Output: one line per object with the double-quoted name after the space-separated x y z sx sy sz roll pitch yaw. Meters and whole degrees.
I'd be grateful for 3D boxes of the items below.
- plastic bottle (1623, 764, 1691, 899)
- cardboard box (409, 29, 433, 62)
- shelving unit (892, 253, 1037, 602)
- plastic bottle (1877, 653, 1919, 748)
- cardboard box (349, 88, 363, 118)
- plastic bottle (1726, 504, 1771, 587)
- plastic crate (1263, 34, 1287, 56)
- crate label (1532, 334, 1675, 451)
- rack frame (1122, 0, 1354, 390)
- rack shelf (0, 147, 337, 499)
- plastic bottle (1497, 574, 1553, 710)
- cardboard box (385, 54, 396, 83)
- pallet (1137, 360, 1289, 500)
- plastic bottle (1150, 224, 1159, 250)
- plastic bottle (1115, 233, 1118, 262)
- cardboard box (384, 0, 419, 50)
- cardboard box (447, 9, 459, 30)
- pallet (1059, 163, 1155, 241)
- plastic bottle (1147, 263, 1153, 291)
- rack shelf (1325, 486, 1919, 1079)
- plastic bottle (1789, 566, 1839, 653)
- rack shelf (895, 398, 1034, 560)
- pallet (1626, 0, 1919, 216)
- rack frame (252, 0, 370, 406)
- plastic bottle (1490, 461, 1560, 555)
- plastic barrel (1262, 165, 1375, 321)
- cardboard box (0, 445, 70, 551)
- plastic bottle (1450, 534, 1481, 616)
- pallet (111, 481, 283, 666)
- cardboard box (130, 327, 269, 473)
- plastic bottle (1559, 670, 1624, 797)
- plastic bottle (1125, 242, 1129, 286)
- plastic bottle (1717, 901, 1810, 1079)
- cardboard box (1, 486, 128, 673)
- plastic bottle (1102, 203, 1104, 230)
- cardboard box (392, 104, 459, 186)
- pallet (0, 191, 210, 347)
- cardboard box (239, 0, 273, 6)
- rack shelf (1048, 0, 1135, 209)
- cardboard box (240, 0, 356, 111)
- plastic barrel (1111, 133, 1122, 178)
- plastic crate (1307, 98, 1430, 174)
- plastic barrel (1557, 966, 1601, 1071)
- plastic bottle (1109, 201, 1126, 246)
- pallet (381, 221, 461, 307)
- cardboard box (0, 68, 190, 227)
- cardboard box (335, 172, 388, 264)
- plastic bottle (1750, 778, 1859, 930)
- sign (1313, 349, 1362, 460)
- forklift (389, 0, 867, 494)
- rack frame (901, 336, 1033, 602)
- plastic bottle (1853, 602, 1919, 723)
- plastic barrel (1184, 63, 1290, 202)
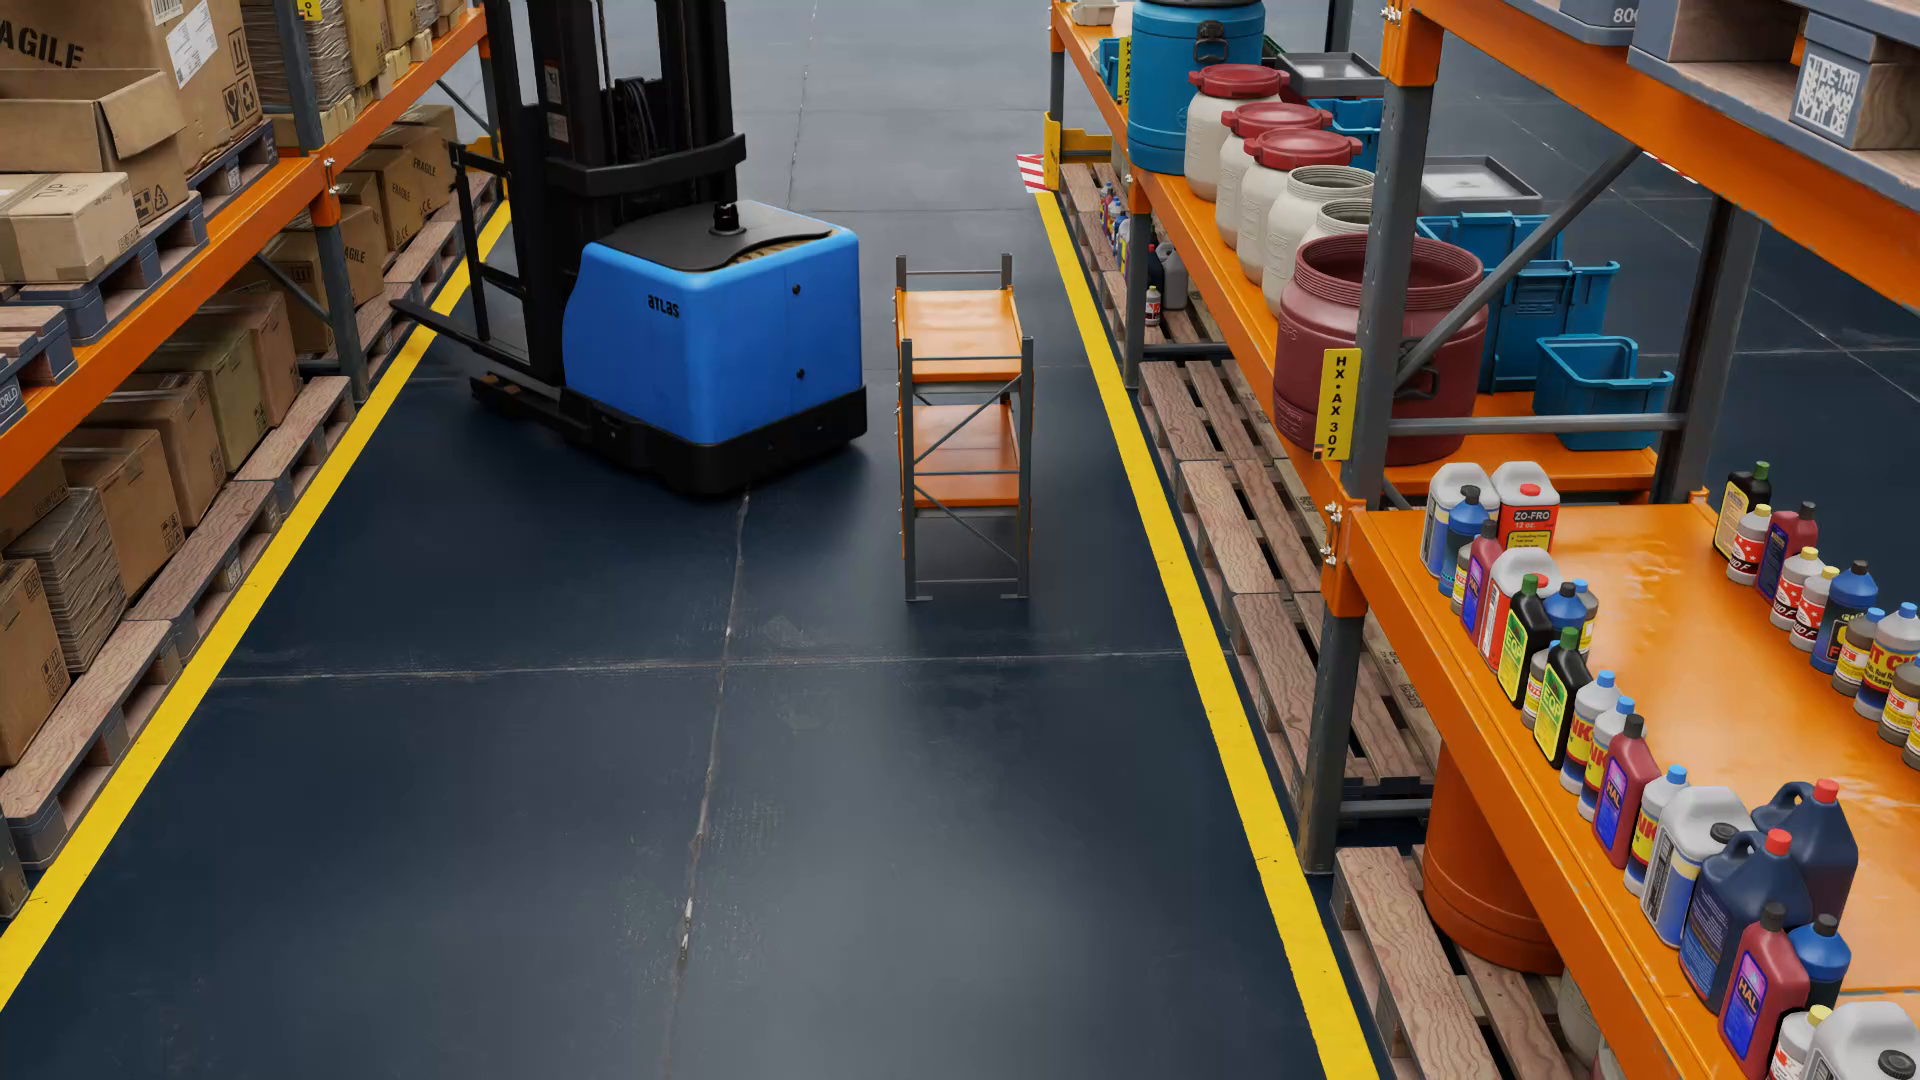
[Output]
1.316 0.541 3.109 0.097 0.271 0.097 0 28 0 "plastic bottle"
-3.383 -2.958 9.950 0.380 0.149 0.250 -1 28 -3 "cardboard box"
0.000 -0.496 6.984 0.538 1.125 1.048 -1 28 -3 "shelving unit"
2.049 0.338 3.573 0.097 0.201 0.097 0 28 0 "plastic bottle"
-3.330 -2.265 8.621 0.380 0.149 0.250 -1 28 -3 "cardboard box"
2.012 0.007 4.209 0.097 0.201 0.097 0 28 0 "plastic bottle"
1.579 -2.699 9.410 0.450 0.188 0.662 -1 28 -3 "plastic crate"
1.929 -0.441 5.033 0.303 0.233 0.416 -1 28 -3 "crate label"
1.368 -2.159 8.146 1.000 3.000 0.127 -1 28 -3 "rack frame"
-3.474 -0.797 6.312 1.077 0.370 4.000 -1 28 -3 "rack shelf"
1.262 0.224 3.702 0.061 0.283 0.133 -1 28 -3 "plastic bottle"
-3.379 -2.611 9.285 0.380 0.149 0.250 -1 28 -3 "cardboard box"
1.448 -0.561 8.097 1.003 0.211 1.213 -1 28 -3 "pallet"
1.121 -1.692 9.712 0.061 0.283 0.133 -1 28 -3 "plastic bottle"
0.982 -1.771 9.951 0.097 0.201 0.097 0 28 0 "plastic bottle"
-3.642 -3.117 9.553 0.875 0.500 0.500 -1 28 -3 "cardboard box"
-3.489 -3.419 10.833 0.380 0.149 0.250 -1 28 -3 "cardboard box"
1.247 -2.361 11.548 1.003 0.211 1.213 -1 28 -3 "pallet"
1.013 -1.364 9.083 0.061 0.283 0.133 0 28 0 "plastic bottle"
1.681 0.931 2.999 1.077 0.370 4.000 -1 28 -3 "rack shelf"
2.029 0.158 3.918 0.097 0.201 0.097 0 28 0 "plastic bottle"
0.000 -0.279 7.097 0.538 0.278 1.000 -1 28 -3 "rack shelf"
1.585 -0.594 2.106 1.003 0.211 1.213 -1 28 -3 "pallet"
-3.578 -2.039 7.916 1.000 3.000 0.127 -1 28 -3 "rack frame"
1.429 -0.053 4.242 0.152 0.276 0.135 -1 28 -3 "plastic bottle"
1.288 -1.026 5.852 0.421 0.512 0.421 0 28 0 "plastic barrel"
-3.472 -0.165 5.739 0.500 0.250 0.500 2 28 3 "cardboard box"
1.260 0.083 4.062 0.097 0.201 0.097 0 28 0 "plastic bottle"
-3.469 0.121 6.789 1.003 0.211 1.213 -1 28 -3 "pallet"
-3.562 -0.621 7.425 0.700 0.500 0.500 -2 28 -3 "cardboard box"
1.299 0.389 3.400 0.097 0.271 0.097 0 28 0 "plastic bottle"
0.986 -1.603 9.541 0.061 0.283 0.133 0 28 1 "plastic bottle"
1.320 0.736 2.720 0.061 0.283 0.133 -1 28 -3 "plastic bottle"
-3.466 0.156 5.934 0.700 0.500 0.500 -4 28 -7 "cardboard box"
0.948 -2.068 10.521 0.097 0.201 0.097 0 28 0 "plastic bottle"
-3.771 -2.676 11.385 0.500 0.500 0.500 4 28 7 "cardboard box"
-3.514 -1.020 6.170 1.003 0.211 1.213 -1 28 -3 "pallet"
-3.348 -2.873 8.004 0.500 0.500 0.500 -1 28 -3 "cardboard box"
1.264 -2.764 10.083 1.077 0.370 4.000 -1 28 -3 "rack shelf"
-3.540 -2.425 8.226 0.875 0.500 0.500 -1 28 -3 "cardboard box"
1.270 -2.787 11.587 0.421 0.512 0.421 0 28 0 "plastic barrel"
1.736 -1.650 7.187 0.392 0.384 0.575 -1 28 -3 "plastic crate"
1.738 1.089 4.154 0.421 0.512 0.421 0 28 0 "plastic barrel"
0.966 -1.942 10.205 0.097 0.271 0.097 0 28 0 "plastic bottle"
-3.715 -1.677 10.237 1.003 0.211 1.213 -1 28 -3 "pallet"
-3.395 -1.473 6.265 0.797 0.503 0.637 1 28 3 "cardboard box"
-3.707 -1.852 9.806 0.500 0.500 0.500 -4 28 -7 "cardboard box"
1.498 0.566 2.974 0.144 0.351 0.185 -1 28 -3 "plastic bottle"
1.028 -0.368 4.535 0.100 0.325 0.005 -1 28 -3 "sign"
-1.874 -2.076 8.060 3.031 2.935 1.130 23 35 37 "forklift"
0.027 -0.261 6.534 0.500 1.125 0.032 -1 28 -3 "rack frame"
2.044 0.262 3.643 0.097 0.271 0.097 0 28 0 "plastic bottle"
1.199 -1.772 7.257 0.433 0.535 0.433 0 28 0 "plastic barrel"
